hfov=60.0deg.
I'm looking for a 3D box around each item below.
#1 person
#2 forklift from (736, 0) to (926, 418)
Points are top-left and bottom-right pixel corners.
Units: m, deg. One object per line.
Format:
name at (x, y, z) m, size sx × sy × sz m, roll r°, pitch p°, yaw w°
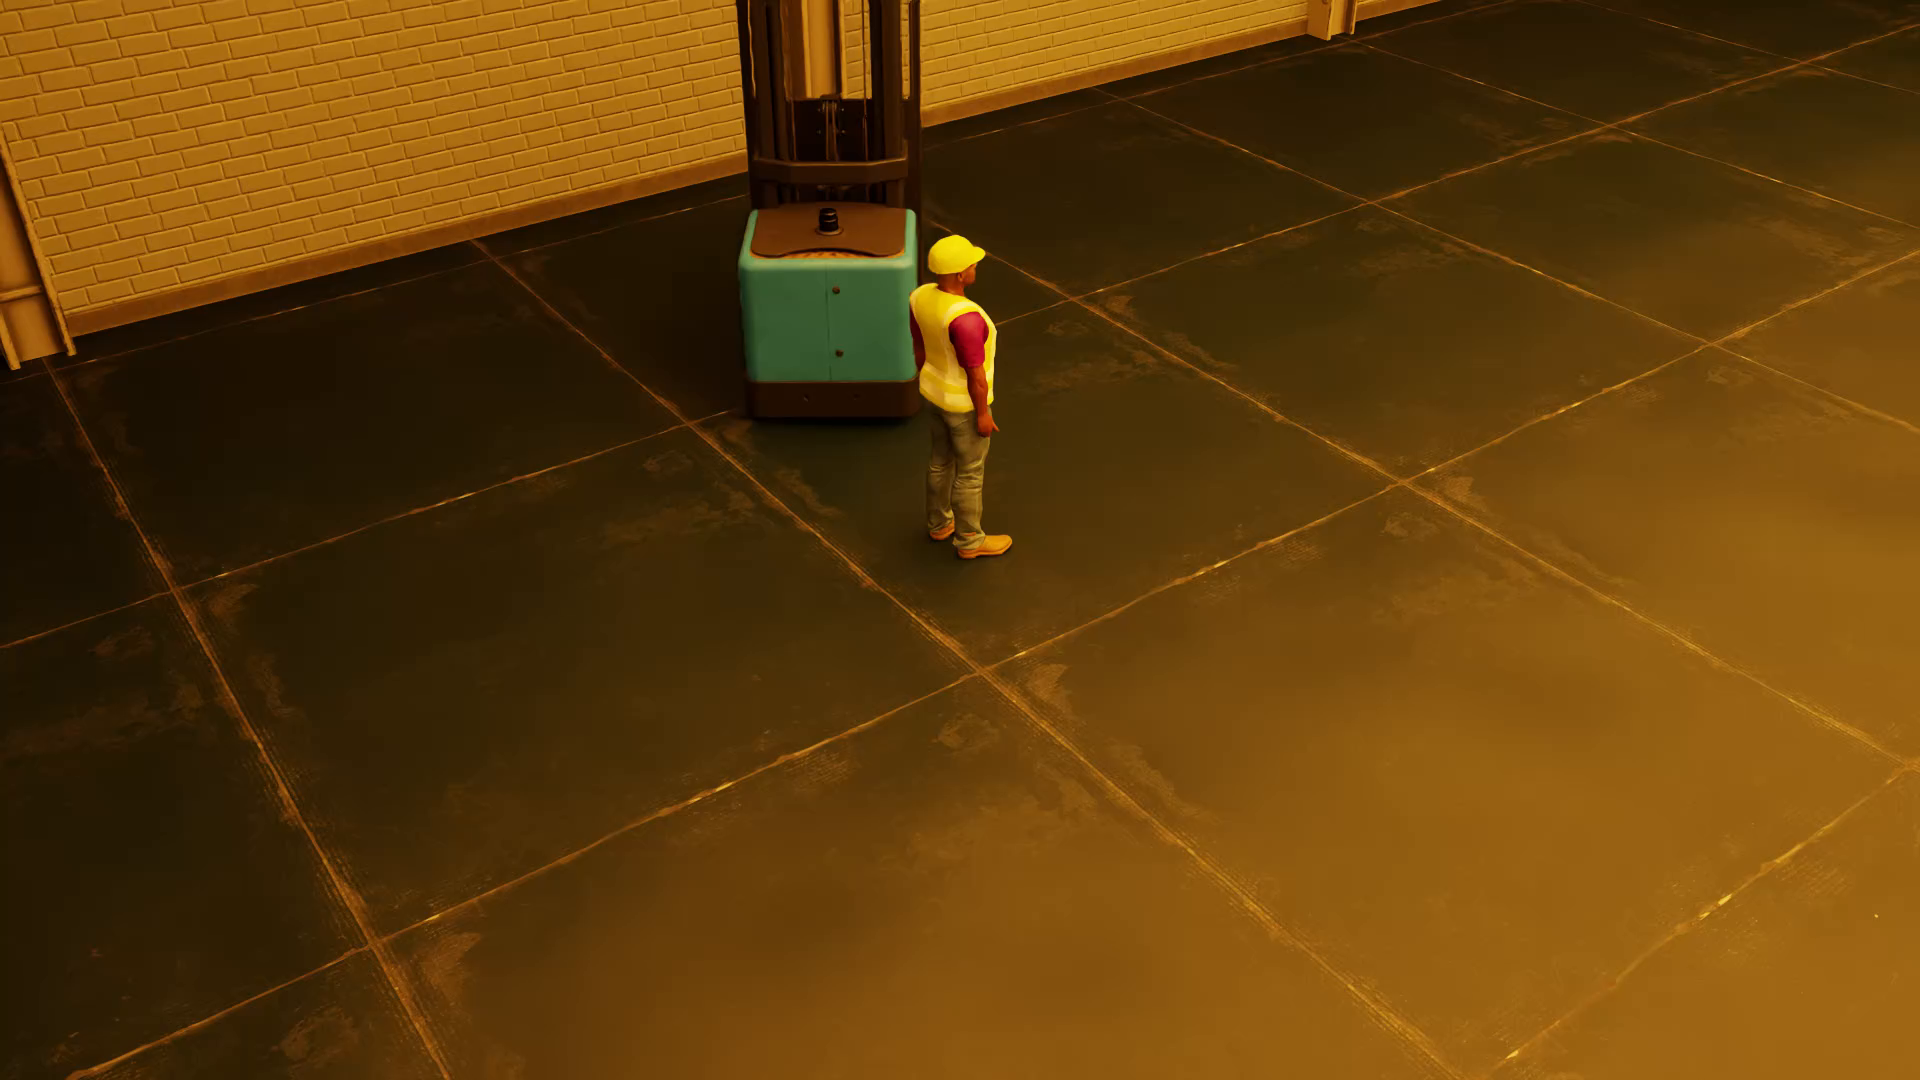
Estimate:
person at (-0.004, -0.741, 8.562) m, size 0.388 × 1.770 × 0.556 m, roll -22°, pitch 39°, yaw -29°
forklift at (-0.788, -2.738, 10.517) m, size 1.130 × 2.935 × 3.031 m, roll 0°, pitch 34°, yaw -1°
